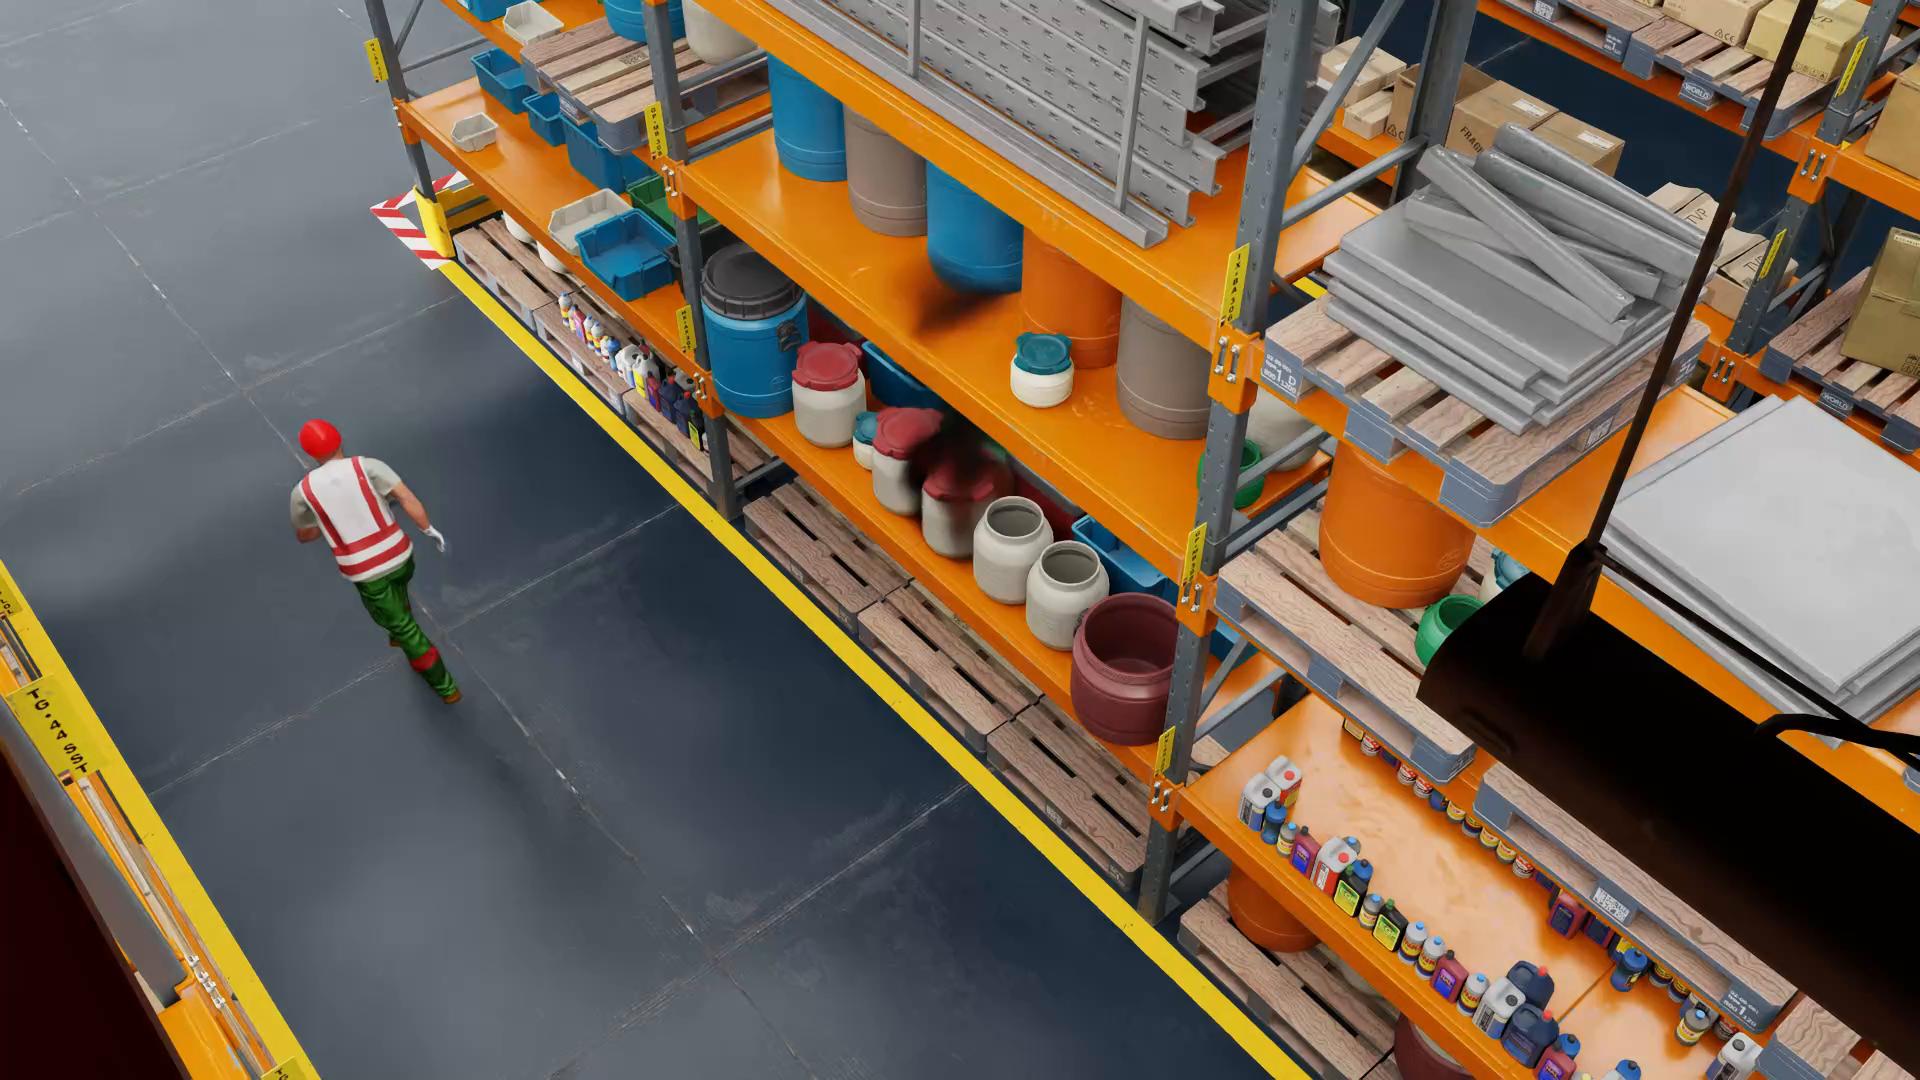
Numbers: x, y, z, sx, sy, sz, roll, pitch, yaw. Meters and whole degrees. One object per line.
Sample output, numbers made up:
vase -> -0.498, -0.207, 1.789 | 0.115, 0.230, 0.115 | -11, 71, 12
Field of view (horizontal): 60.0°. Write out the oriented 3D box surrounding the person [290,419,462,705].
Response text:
person -> -3.243, 0.157, 9.335 | 0.685, 1.684, 1.057 | -26, 52, -23
